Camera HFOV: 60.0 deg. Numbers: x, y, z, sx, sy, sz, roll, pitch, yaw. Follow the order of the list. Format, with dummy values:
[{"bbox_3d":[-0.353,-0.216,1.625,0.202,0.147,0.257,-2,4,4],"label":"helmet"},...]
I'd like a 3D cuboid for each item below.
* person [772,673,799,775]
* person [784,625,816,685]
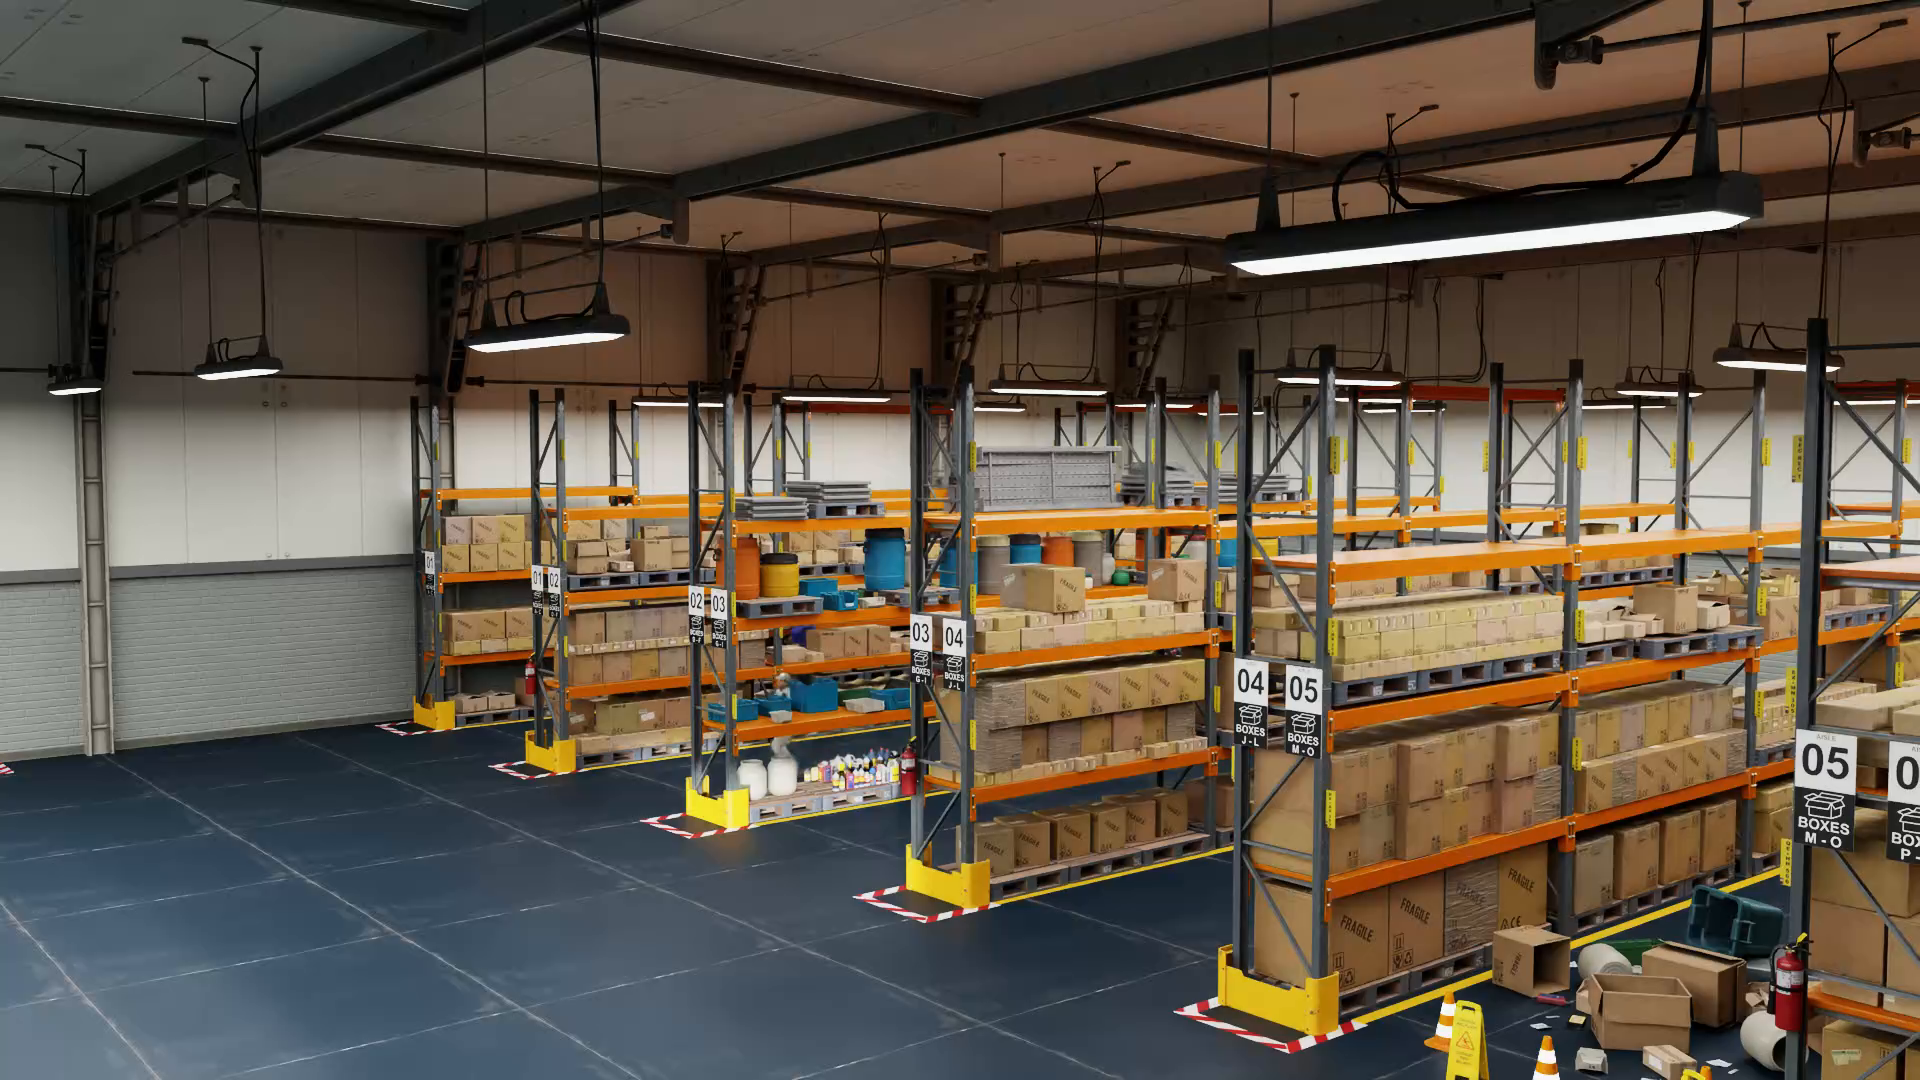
[{"bbox_3d":[-2.702,2.841,25.358,0.570,1.638,0.661,-3,4,-37],"label":"person"},{"bbox_3d":[-3.059,2.211,31.865,0.700,1.753,0.584,-3,4,-40],"label":"person"}]
